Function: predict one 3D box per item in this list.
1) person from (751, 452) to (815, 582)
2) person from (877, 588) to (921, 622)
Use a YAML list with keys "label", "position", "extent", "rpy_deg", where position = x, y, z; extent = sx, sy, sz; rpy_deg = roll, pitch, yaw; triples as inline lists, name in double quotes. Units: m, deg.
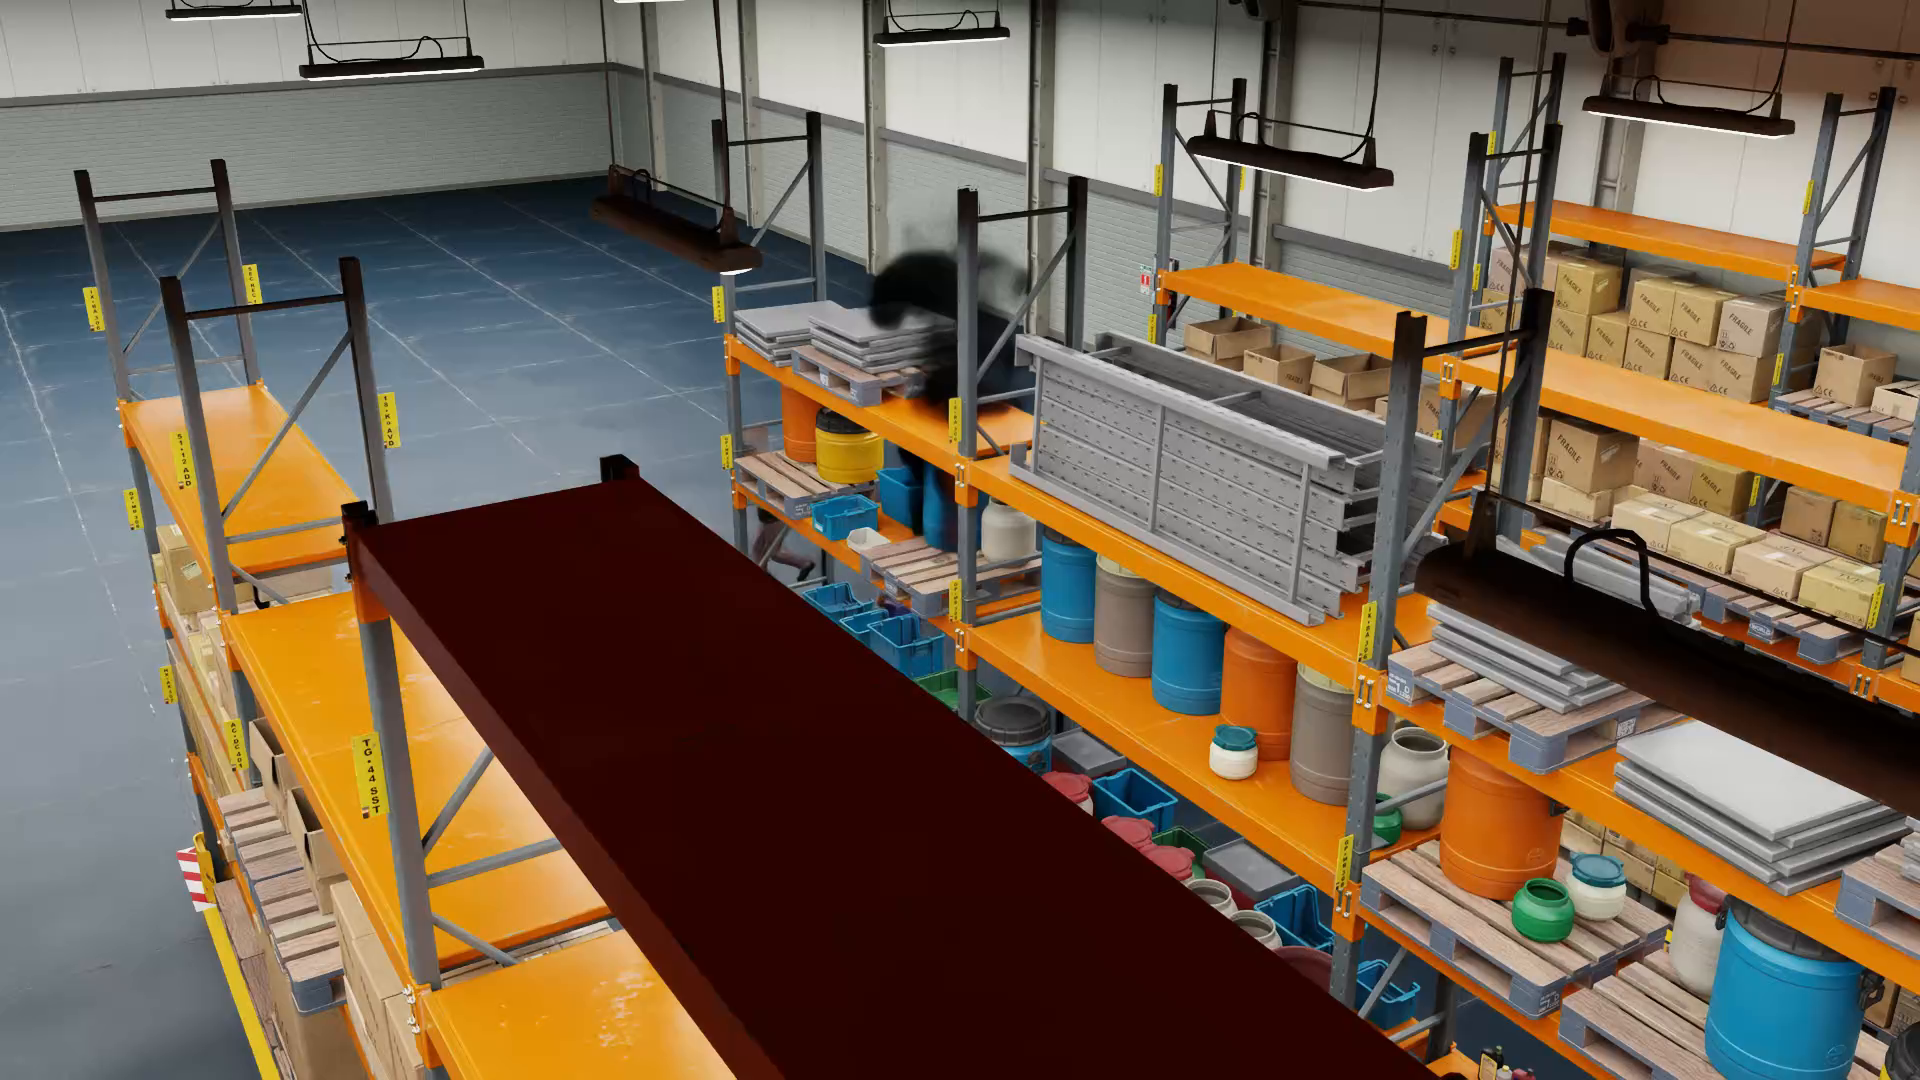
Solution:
- label: "person"
  position: [-2.187, -0.241, 19.702]
  extent: [0.896, 1.698, 0.667]
  rpy_deg: [-2, 22, -6]
- label: "person"
  position: [-0.629, 0.775, 17.301]
  extent: [0.625, 1.605, 0.600]
  rpy_deg: [-16, 27, -35]
